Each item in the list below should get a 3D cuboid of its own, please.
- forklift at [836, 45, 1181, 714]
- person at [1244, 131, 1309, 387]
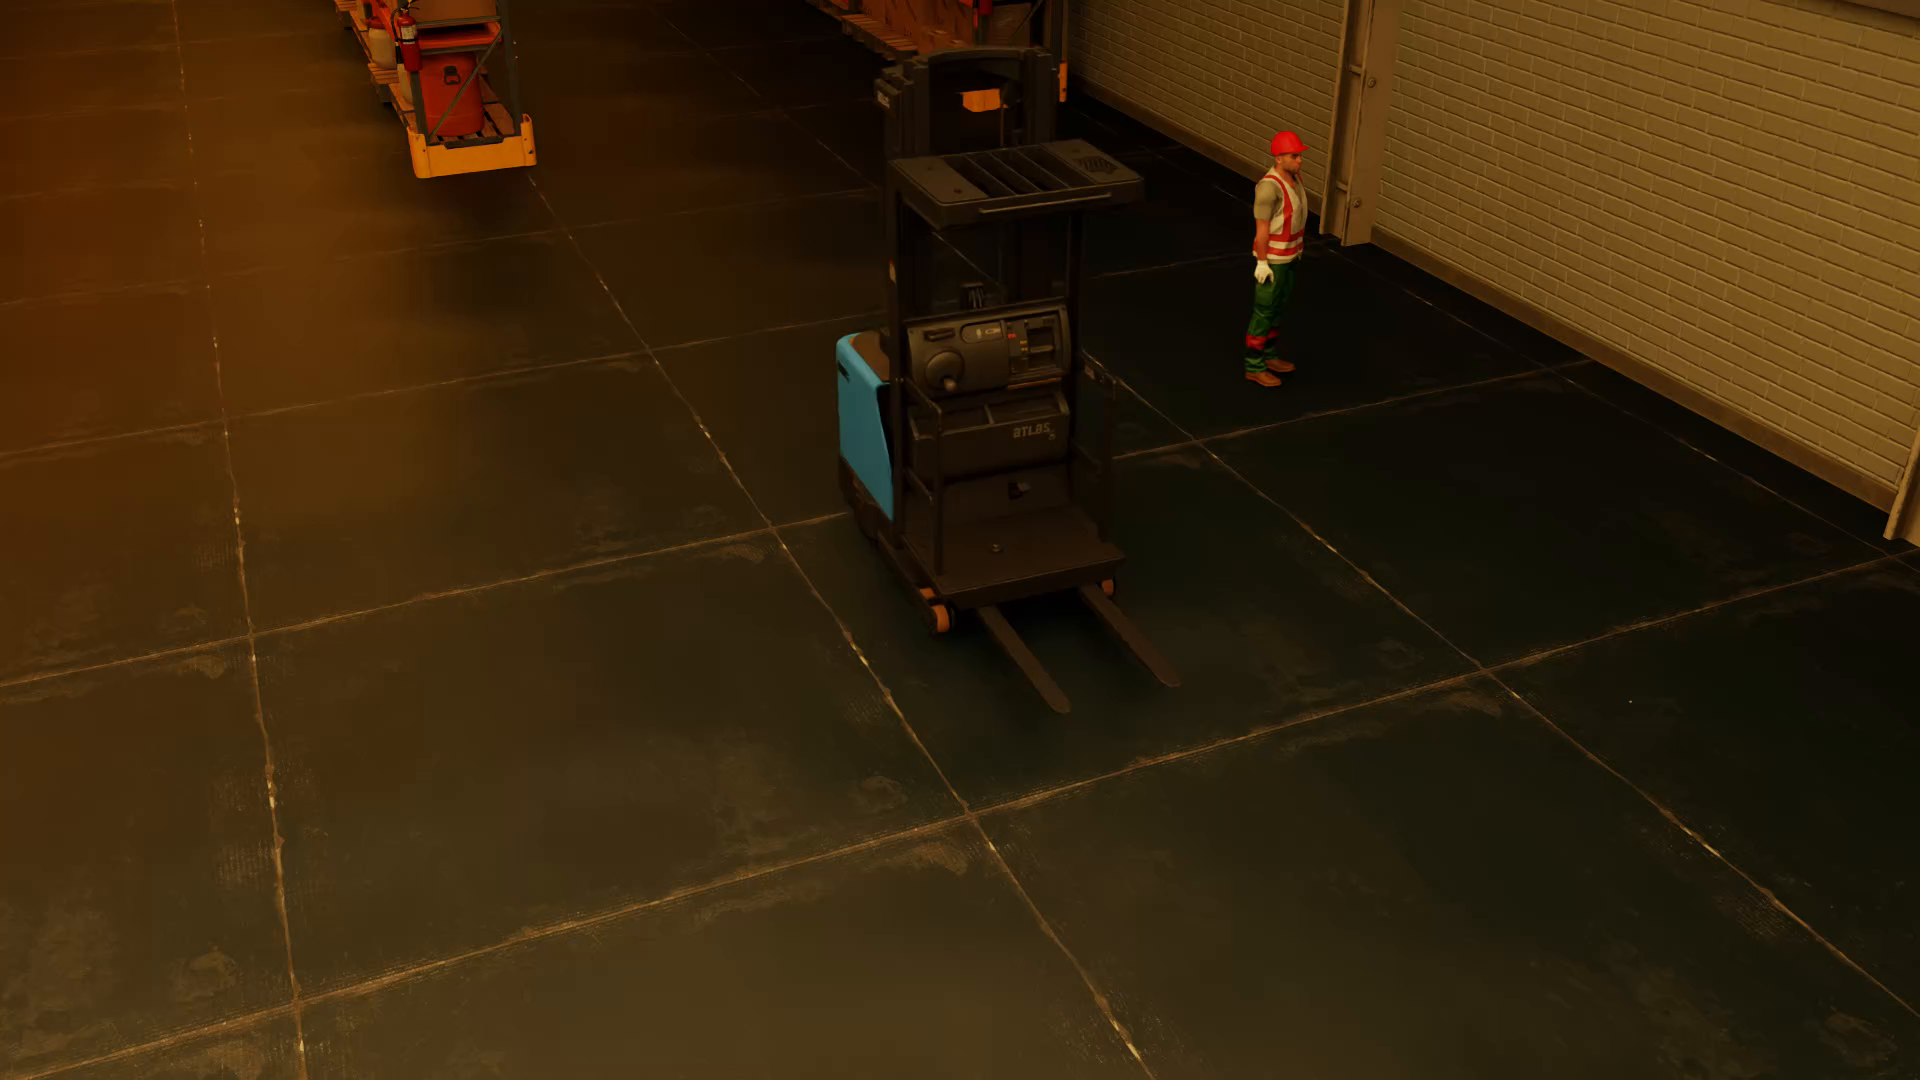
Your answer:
[{"bbox_3d":[0.244,-0.989,8.850,1.130,2.935,3.031,-11,32,-19],"label":"forklift"},{"bbox_3d":[2.262,-1.995,11.757,0.357,1.795,0.566,18,34,28],"label":"person"}]
